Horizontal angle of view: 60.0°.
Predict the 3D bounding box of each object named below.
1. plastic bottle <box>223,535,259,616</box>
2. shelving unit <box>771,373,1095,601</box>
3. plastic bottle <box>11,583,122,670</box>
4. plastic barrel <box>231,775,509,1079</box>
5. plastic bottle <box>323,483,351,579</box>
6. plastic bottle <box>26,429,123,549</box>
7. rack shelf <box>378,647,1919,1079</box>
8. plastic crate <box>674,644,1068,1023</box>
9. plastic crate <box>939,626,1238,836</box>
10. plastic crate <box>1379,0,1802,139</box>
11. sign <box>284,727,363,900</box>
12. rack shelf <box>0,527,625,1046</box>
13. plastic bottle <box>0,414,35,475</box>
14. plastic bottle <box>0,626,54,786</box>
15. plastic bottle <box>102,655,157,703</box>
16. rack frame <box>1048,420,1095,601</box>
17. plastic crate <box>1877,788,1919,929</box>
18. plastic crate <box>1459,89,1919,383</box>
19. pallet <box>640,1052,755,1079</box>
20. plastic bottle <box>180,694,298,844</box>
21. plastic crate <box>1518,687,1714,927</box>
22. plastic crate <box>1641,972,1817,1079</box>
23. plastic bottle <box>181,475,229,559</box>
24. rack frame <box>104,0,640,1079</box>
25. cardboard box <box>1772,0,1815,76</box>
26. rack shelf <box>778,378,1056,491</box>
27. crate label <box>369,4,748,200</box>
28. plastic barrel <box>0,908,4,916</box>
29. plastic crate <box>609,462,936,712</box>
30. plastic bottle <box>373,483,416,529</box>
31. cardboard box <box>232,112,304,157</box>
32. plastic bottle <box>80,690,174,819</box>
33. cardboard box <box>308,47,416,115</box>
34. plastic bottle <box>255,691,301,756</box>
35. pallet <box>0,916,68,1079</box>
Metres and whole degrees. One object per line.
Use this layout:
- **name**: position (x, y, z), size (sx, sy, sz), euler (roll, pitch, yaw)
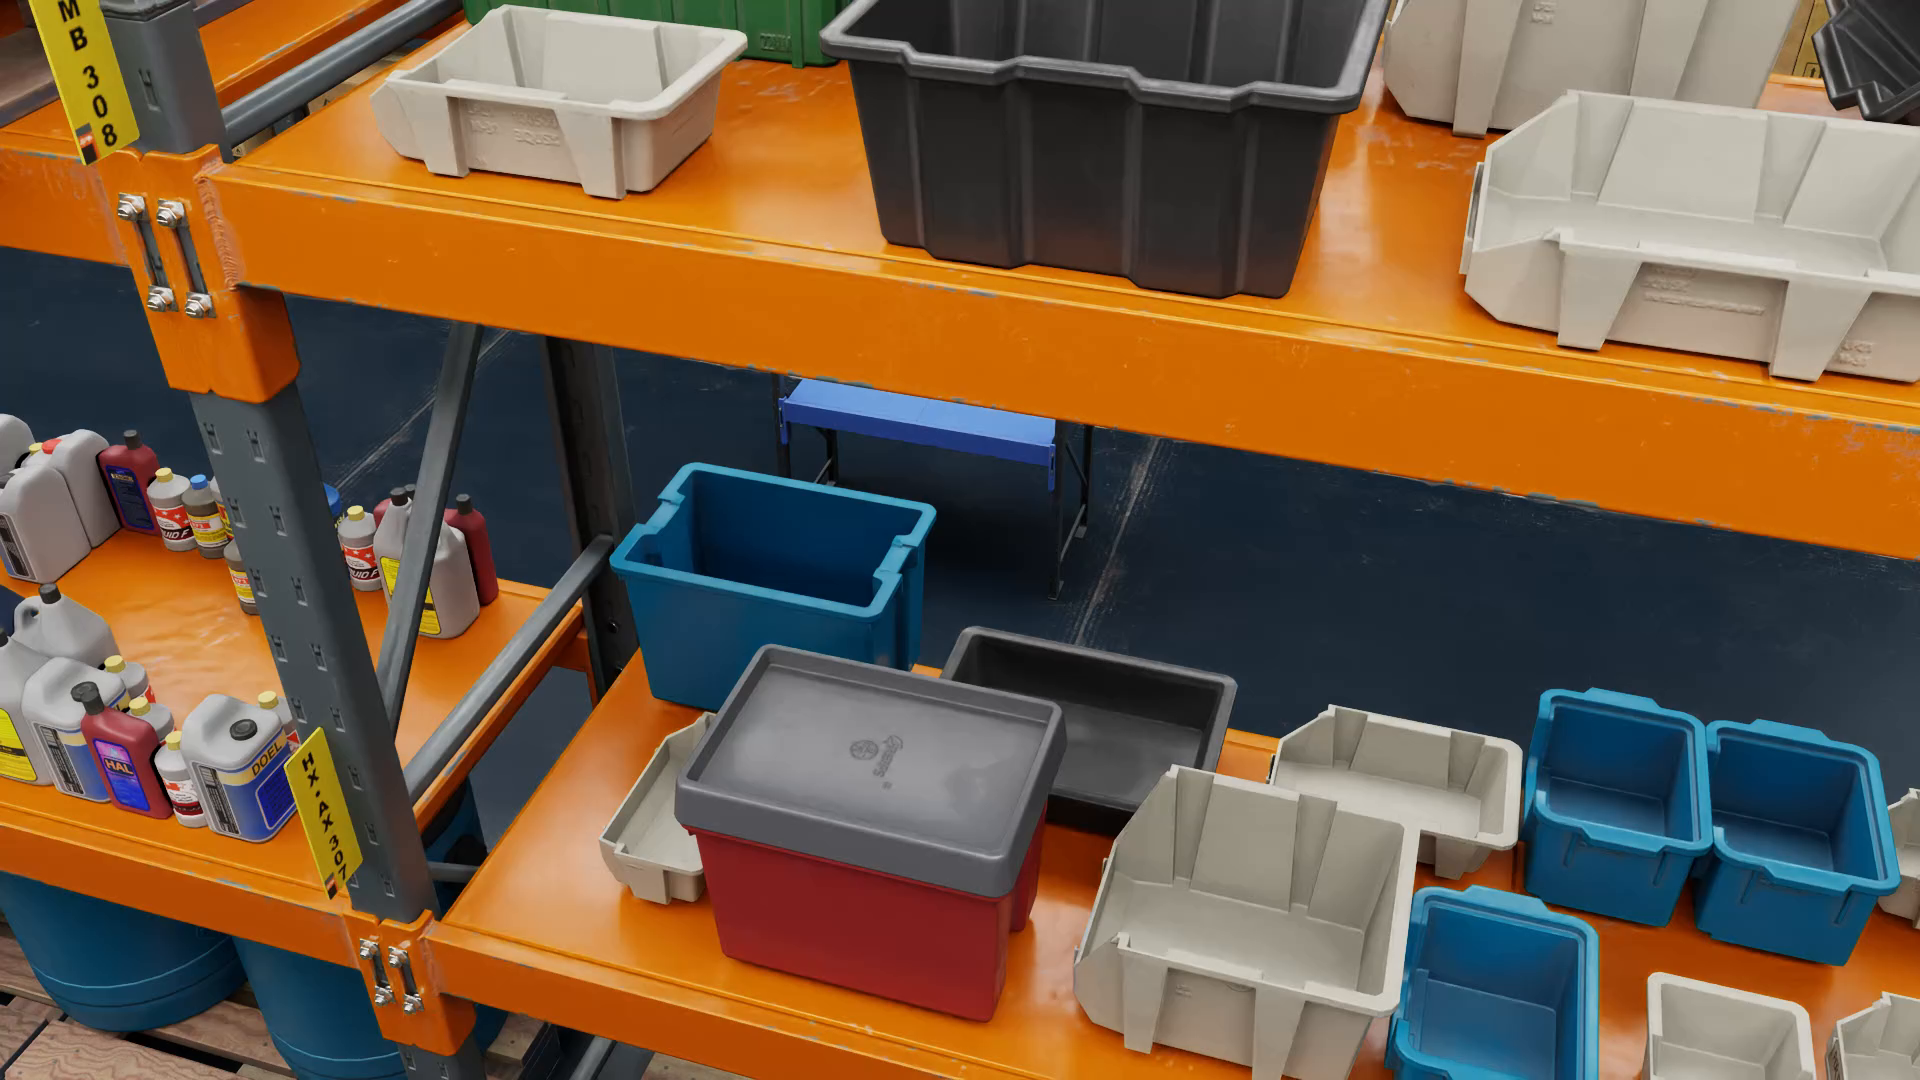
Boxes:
- **plastic bottle**: position (-1.618, 0.064, 3.800), size (0.097, 0.201, 0.097), euler (0, 36, 0)
- **shelving unit**: position (-0.081, -0.619, 5.826), size (1.048, 1.500, 0.538), euler (10, 38, 14)
- **plastic bottle**: position (-1.853, 0.233, 3.445), size (0.185, 0.351, 0.144), euler (10, 38, 14)
- **plastic barrel**: position (-1.435, 0.842, 3.991), size (0.708, 0.901, 0.600), euler (10, 38, 14)
- **plastic bottle**: position (-1.479, -0.033, 3.873), size (0.097, 0.271, 0.097), euler (0, 36, 0)
- **plastic bottle**: position (-2.133, -0.139, 4.013), size (0.135, 0.276, 0.152), euler (10, 38, 14)
- **rack shelf**: position (0.988, 0.915, 3.083), size (4.000, 0.370, 1.077), euler (10, 38, 14)
- **plastic crate**: position (-0.143, 0.522, 2.906), size (0.583, 0.464, 0.402), euler (10, 38, 14)
- **plastic crate**: position (0.228, 0.404, 3.351), size (0.590, 0.125, 0.437), euler (10, 38, 14)
- **plastic crate**: position (0.874, -0.748, 2.305), size (0.530, 0.282, 0.437), euler (10, 38, 14)
- **sign**: position (-1.086, 0.471, 2.845), size (0.005, 0.325, 0.100), euler (10, 38, 14)
- **rack shelf**: position (-2.830, 0.208, 4.043), size (4.000, 0.370, 1.077), euler (10, 38, 14)
- **plastic bottle**: position (-2.354, -0.180, 4.069), size (0.135, 0.276, 0.152), euler (10, 38, 14)
- **plastic bottle**: position (-1.896, 0.315, 3.334), size (0.185, 0.351, 0.144), euler (10, 38, 14)
- **plastic bottle**: position (-1.722, 0.327, 3.443), size (0.097, 0.201, 0.097), euler (0, 36, 0)
- **rack frame**: position (0.404, -0.529, 5.704), size (0.032, 1.500, 0.500), euler (10, 38, 14)
- **plastic crate**: position (1.831, 0.608, 3.066), size (0.298, 0.136, 0.250), euler (10, 38, 14)
- **plastic crate**: position (0.851, -0.348, 1.884), size (0.530, 0.136, 0.437), euler (10, 38, 14)
- **pallet**: position (-0.207, 1.503, 4.030), size (1.213, 0.211, 1.003), euler (10, 38, 14)
- **plastic bottle**: position (-1.393, 0.435, 3.233), size (0.135, 0.276, 0.152), euler (10, 38, 14)
- **plastic crate**: position (1.217, 0.507, 3.122), size (0.300, 0.233, 0.416), euler (10, 38, 14)
- **plastic crate**: position (1.231, 0.883, 2.692), size (0.250, 0.136, 0.298), euler (10, 38, 14)
- **plastic bottle**: position (-1.794, -0.063, 3.973), size (0.097, 0.201, 0.097), euler (0, 36, 0)
- **rack frame**: position (-0.921, 0.272, 3.350), size (0.127, 3.000, 1.000), euler (10, 38, 14)
- **cardboard box**: position (2.899, -1.969, 6.311), size (0.500, 0.500, 0.500), euler (11, 38, 14)
- **rack shelf**: position (-0.081, -0.474, 5.933), size (1.000, 0.185, 0.538), euler (10, 38, 14)
- **crate label**: position (-0.540, -0.580, 2.199), size (0.466, 0.136, 0.293), euler (10, 38, 14)
- **plastic barrel**: position (-2.623, 0.724, 4.481), size (0.421, 0.512, 0.421), euler (0, 36, 0)
- **plastic crate**: position (-0.373, 0.144, 3.487), size (0.575, 0.384, 0.392), euler (10, 38, 14)
- **plastic bottle**: position (-1.271, -0.011, 3.833), size (0.133, 0.283, 0.061), euler (10, 38, 14)
- **cardboard box**: position (-3.833, -2.254, 8.747), size (0.500, 0.250, 0.500), euler (11, 38, 15)
- **plastic bottle**: position (-1.628, 0.417, 3.251), size (0.133, 0.283, 0.061), euler (10, 38, 14)
- **cardboard box**: position (-2.909, -2.165, 8.399), size (0.500, 0.500, 0.500), euler (12, 38, 16)
- **plastic bottle**: position (-1.374, 0.391, 3.355), size (0.097, 0.201, 0.097), euler (0, 36, 0)
- **pallet**: position (-2.813, 1.021, 4.685), size (1.213, 0.211, 1.003), euler (10, 38, 14)
